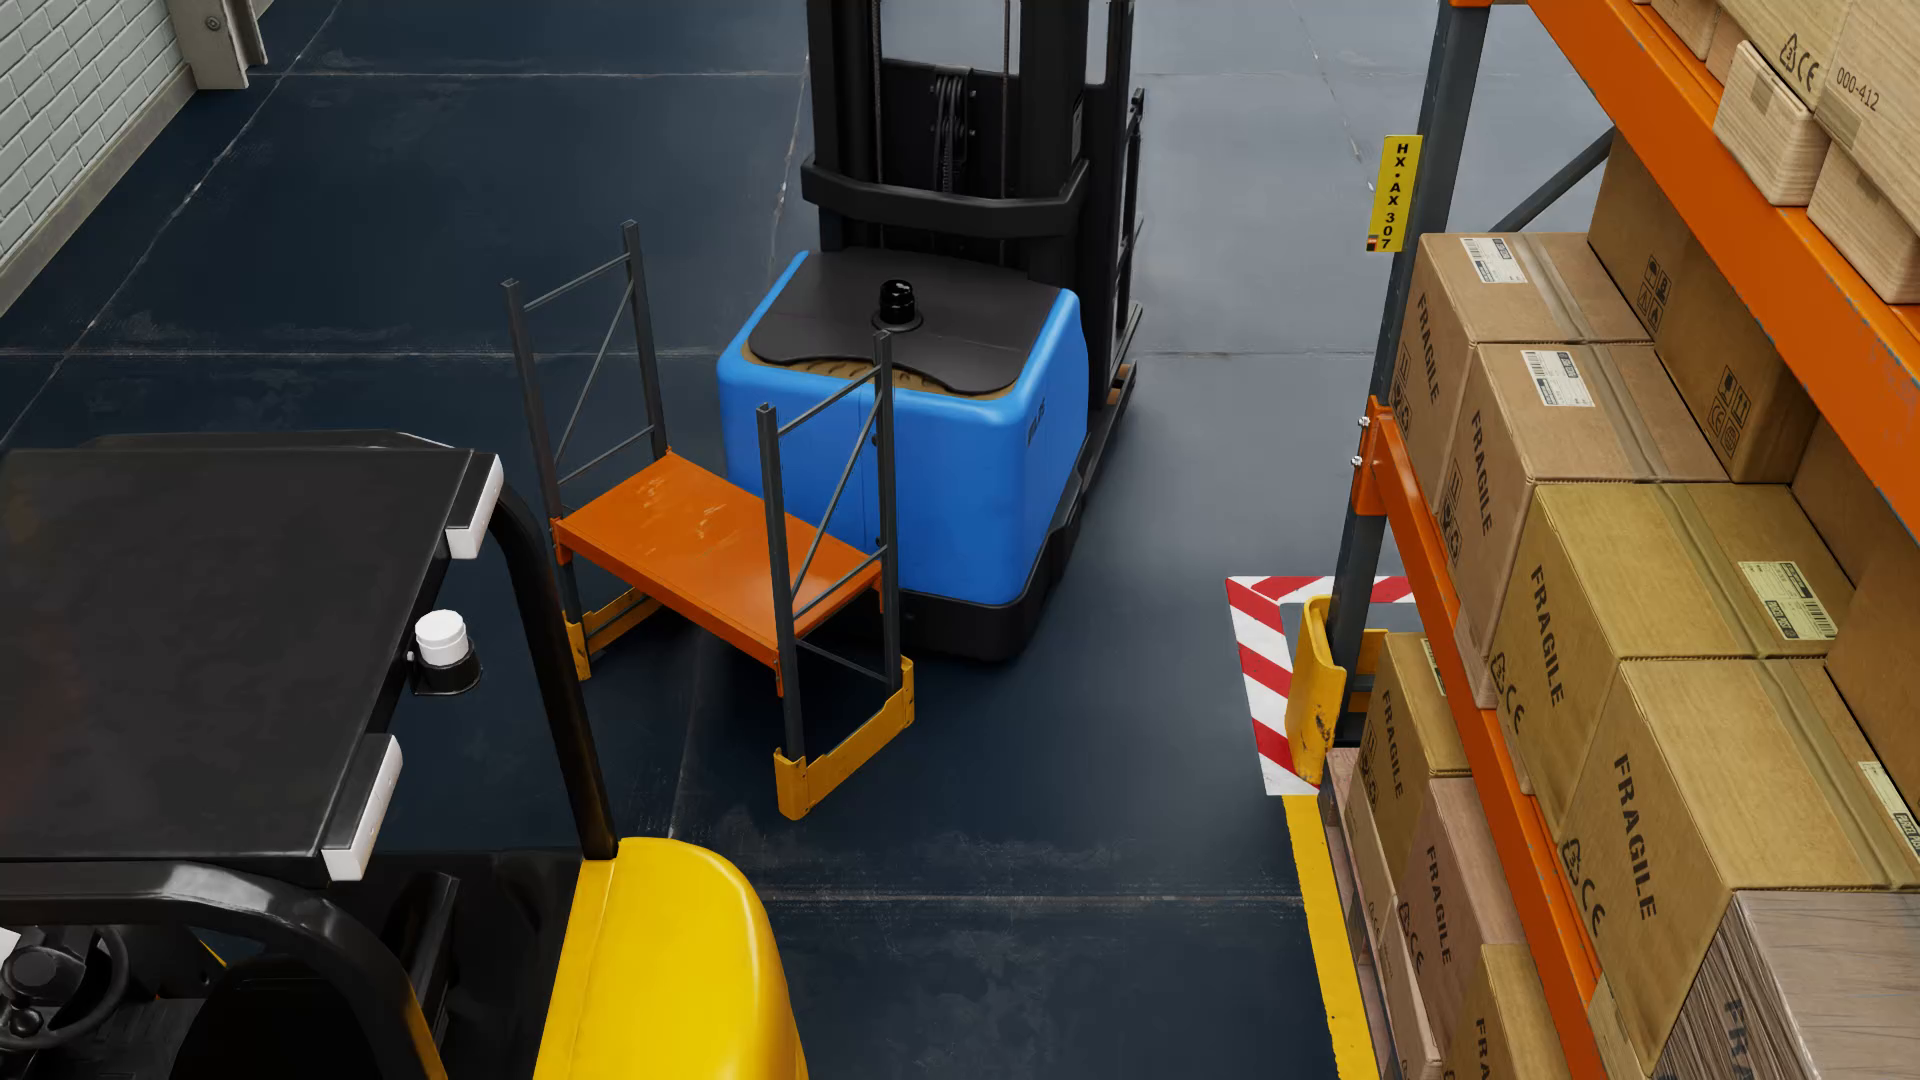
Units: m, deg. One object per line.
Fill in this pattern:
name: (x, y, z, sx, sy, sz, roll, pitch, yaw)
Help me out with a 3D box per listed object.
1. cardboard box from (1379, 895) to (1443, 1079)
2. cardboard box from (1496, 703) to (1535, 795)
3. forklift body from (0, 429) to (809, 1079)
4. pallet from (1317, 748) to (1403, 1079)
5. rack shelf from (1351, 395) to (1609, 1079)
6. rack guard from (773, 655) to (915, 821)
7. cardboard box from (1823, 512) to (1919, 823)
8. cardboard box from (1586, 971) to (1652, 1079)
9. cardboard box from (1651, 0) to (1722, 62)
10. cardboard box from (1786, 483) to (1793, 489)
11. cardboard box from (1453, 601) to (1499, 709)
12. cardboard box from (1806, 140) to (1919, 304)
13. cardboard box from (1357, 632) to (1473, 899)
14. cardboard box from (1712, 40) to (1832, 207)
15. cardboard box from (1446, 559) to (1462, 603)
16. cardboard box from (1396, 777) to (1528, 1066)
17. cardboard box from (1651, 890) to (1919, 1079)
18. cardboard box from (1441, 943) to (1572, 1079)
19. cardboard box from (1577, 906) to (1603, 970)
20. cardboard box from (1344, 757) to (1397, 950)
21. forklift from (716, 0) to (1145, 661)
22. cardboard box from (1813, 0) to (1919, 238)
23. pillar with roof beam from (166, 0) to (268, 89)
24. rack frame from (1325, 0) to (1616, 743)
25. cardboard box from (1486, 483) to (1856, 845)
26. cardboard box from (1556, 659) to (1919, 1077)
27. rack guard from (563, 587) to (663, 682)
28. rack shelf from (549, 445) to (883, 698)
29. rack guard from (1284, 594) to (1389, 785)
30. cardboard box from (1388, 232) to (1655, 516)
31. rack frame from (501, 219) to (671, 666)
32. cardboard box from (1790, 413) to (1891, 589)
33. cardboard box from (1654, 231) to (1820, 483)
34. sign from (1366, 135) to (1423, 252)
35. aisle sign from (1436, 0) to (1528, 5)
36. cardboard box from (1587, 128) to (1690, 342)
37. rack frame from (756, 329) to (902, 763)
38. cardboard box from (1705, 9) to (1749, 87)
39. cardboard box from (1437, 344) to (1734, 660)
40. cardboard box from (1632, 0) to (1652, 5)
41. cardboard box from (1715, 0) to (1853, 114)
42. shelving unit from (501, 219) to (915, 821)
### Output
cardboard box: (1.375, 1.185, 4.236, 0.500, 0.250, 0.500, 1, 39, 2)
cardboard box: (1.373, 0.407, 3.544, 0.380, 0.149, 0.250, 1, 39, 1)
forklift body: (-1.479, 0.974, 3.315, 2.313, 2.155, 1.214, 0, 39, 0)
pallet: (1.624, 1.096, 4.714, 1.003, 0.211, 1.213, 0, 39, 0)
rack shelf: (1.660, 0.983, 3.199, 1.077, 0.370, 4.000, 0, 39, 0)
rack guard: (-0.358, 0.620, 5.276, 0.087, 0.250, 0.587, 27, 46, 29)
cardboard box: (1.835, 0.173, 2.518, 0.700, 0.500, 0.500, 0, 39, 0)
cardboard box: (1.346, 0.894, 2.936, 0.380, 0.149, 0.250, 0, 39, 0)
cardboard box: (1.414, -0.928, 2.812, 0.380, 0.149, 0.250, 0, 39, 0)
cardboard box: (1.930, -0.051, 3.597, 0.500, 0.500, 0.500, 0, 39, 0)
cardboard box: (1.339, 0.245, 3.746, 0.380, 0.149, 0.250, 1, 39, 1)
cardboard box: (1.380, -0.440, 2.203, 0.380, 0.149, 0.250, -1, 39, -1)
cardboard box: (1.383, 0.588, 4.381, 0.500, 0.500, 0.500, -1, 39, -2)
cardboard box: (1.339, -0.605, 2.408, 0.380, 0.149, 0.250, 0, 39, 0)
cardboard box: (1.385, 0.086, 3.944, 0.380, 0.149, 0.250, -1, 39, -1)
cardboard box: (1.388, 0.915, 3.973, 0.500, 0.500, 0.500, -1, 39, -2)
cardboard box: (1.401, 0.874, 2.443, 0.500, 0.500, 0.500, 1, 39, 1)
cardboard box: (1.380, 1.229, 3.581, 0.500, 0.500, 0.500, 1, 39, 1)
cardboard box: (1.404, 0.737, 3.132, 0.380, 0.149, 0.250, -1, 39, -1)
cardboard box: (1.382, 0.866, 4.634, 0.500, 0.250, 0.500, 0, 39, 0)
forklift: (0.110, -1.662, 5.980, 1.130, 2.935, 3.031, 10, 40, 13)
cardboard box: (1.389, -0.503, 1.963, 0.500, 0.250, 0.500, 1, 39, 1)
pillar with roof beam: (0.092, -6.202, 6.794, 9.100, 9.000, 0.400, 0, 39, 0)
rack frame: (1.658, -0.548, 4.535, 1.000, 3.000, 0.127, 0, 39, 0)
cardboard box: (1.387, 0.236, 3.239, 0.500, 0.500, 0.500, -1, 39, -1)
cardboard box: (1.395, 0.554, 2.842, 0.500, 0.500, 0.500, -1, 39, -1)
rack guard: (-1.134, 0.230, 5.763, 0.087, 0.250, 0.587, 27, 46, 29)
rack shelf: (-0.753, 0.074, 5.246, 1.000, 0.185, 0.538, 27, 46, 29)
rack guard: (1.658, 0.475, 5.258, 1.175, 0.500, 0.348, 0, 39, 0)
cardboard box: (1.381, -0.407, 4.041, 0.500, 0.500, 0.500, -1, 39, -1)
rack frame: (-1.149, -0.265, 5.382, 0.032, 1.500, 0.500, 27, 46, 29)
cardboard box: (1.973, -0.139, 2.907, 0.700, 0.500, 0.500, 0, 39, -1)
cardboard box: (1.870, -0.457, 3.305, 0.700, 0.500, 0.500, 0, 39, 0)
sign: (1.115, -0.885, 4.264, 0.100, 0.325, 0.005, 0, 39, 0)
aisle sign: (1.348, -1.601, 3.770, 0.394, 0.787, 0.004, 0, 39, 0)
cardboard box: (1.877, -0.774, 3.700, 0.700, 0.500, 0.500, -1, 39, -1)
rack frame: (-0.357, 0.133, 4.885, 0.032, 1.500, 0.500, 27, 46, 29)
cardboard box: (1.419, -0.762, 2.605, 0.380, 0.149, 0.250, -1, 39, -1)
cardboard box: (1.385, -0.083, 3.637, 0.500, 0.500, 0.500, 1, 39, 1)
cardboard box: (1.390, -1.083, 3.005, 0.380, 0.149, 0.250, 1, 39, 1)
cardboard box: (1.408, -0.823, 2.362, 0.500, 0.250, 0.500, 1, 39, 1)
shelving unit: (-0.746, -0.063, 5.129, 1.083, 1.500, 0.587, 27, 46, 29)
